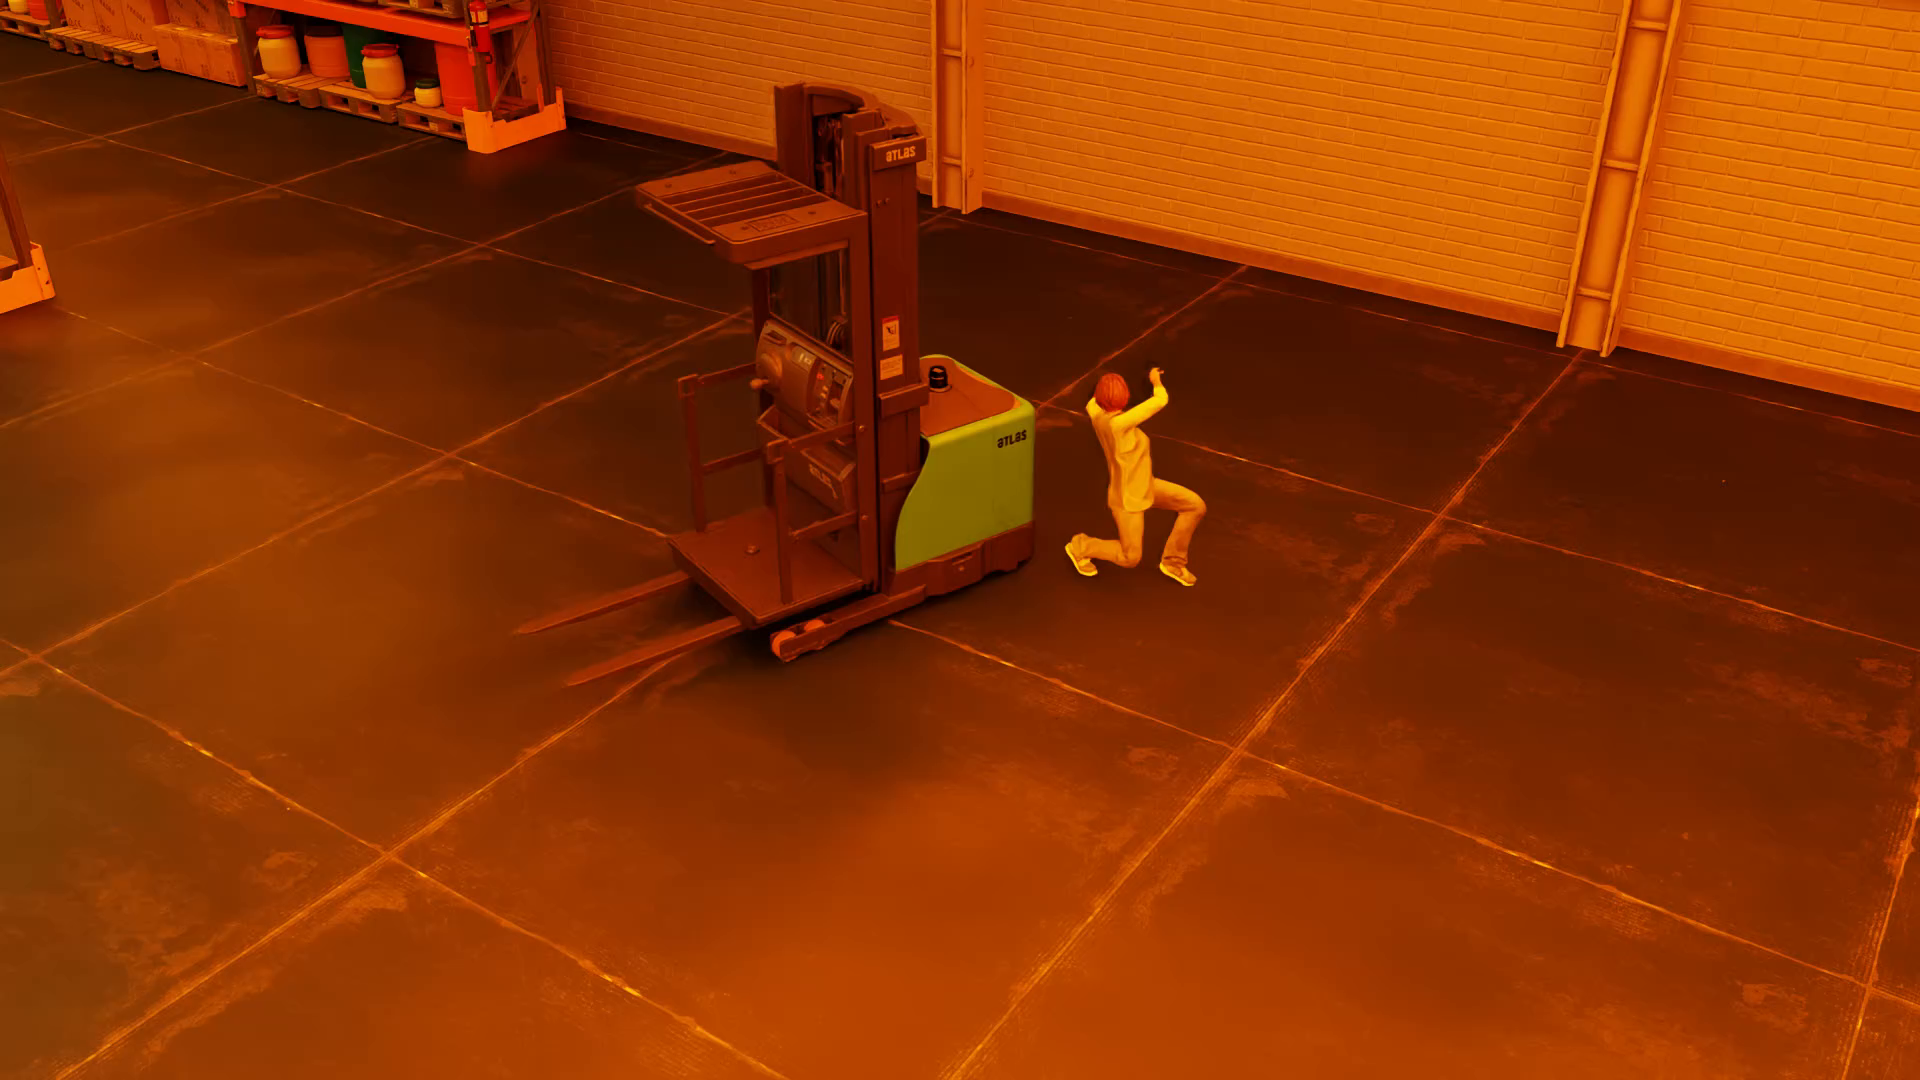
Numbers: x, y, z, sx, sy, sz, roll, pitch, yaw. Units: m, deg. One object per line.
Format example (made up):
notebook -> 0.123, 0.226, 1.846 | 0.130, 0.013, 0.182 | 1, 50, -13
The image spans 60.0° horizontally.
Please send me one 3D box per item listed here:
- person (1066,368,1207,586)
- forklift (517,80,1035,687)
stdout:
person -> 1.087, -0.434, 9.959 | 0.834, 1.307, 0.898 | 6, 31, 11
forklift -> -1.033, -0.890, 9.114 | 3.031, 2.935, 1.130 | -20, 36, -31
